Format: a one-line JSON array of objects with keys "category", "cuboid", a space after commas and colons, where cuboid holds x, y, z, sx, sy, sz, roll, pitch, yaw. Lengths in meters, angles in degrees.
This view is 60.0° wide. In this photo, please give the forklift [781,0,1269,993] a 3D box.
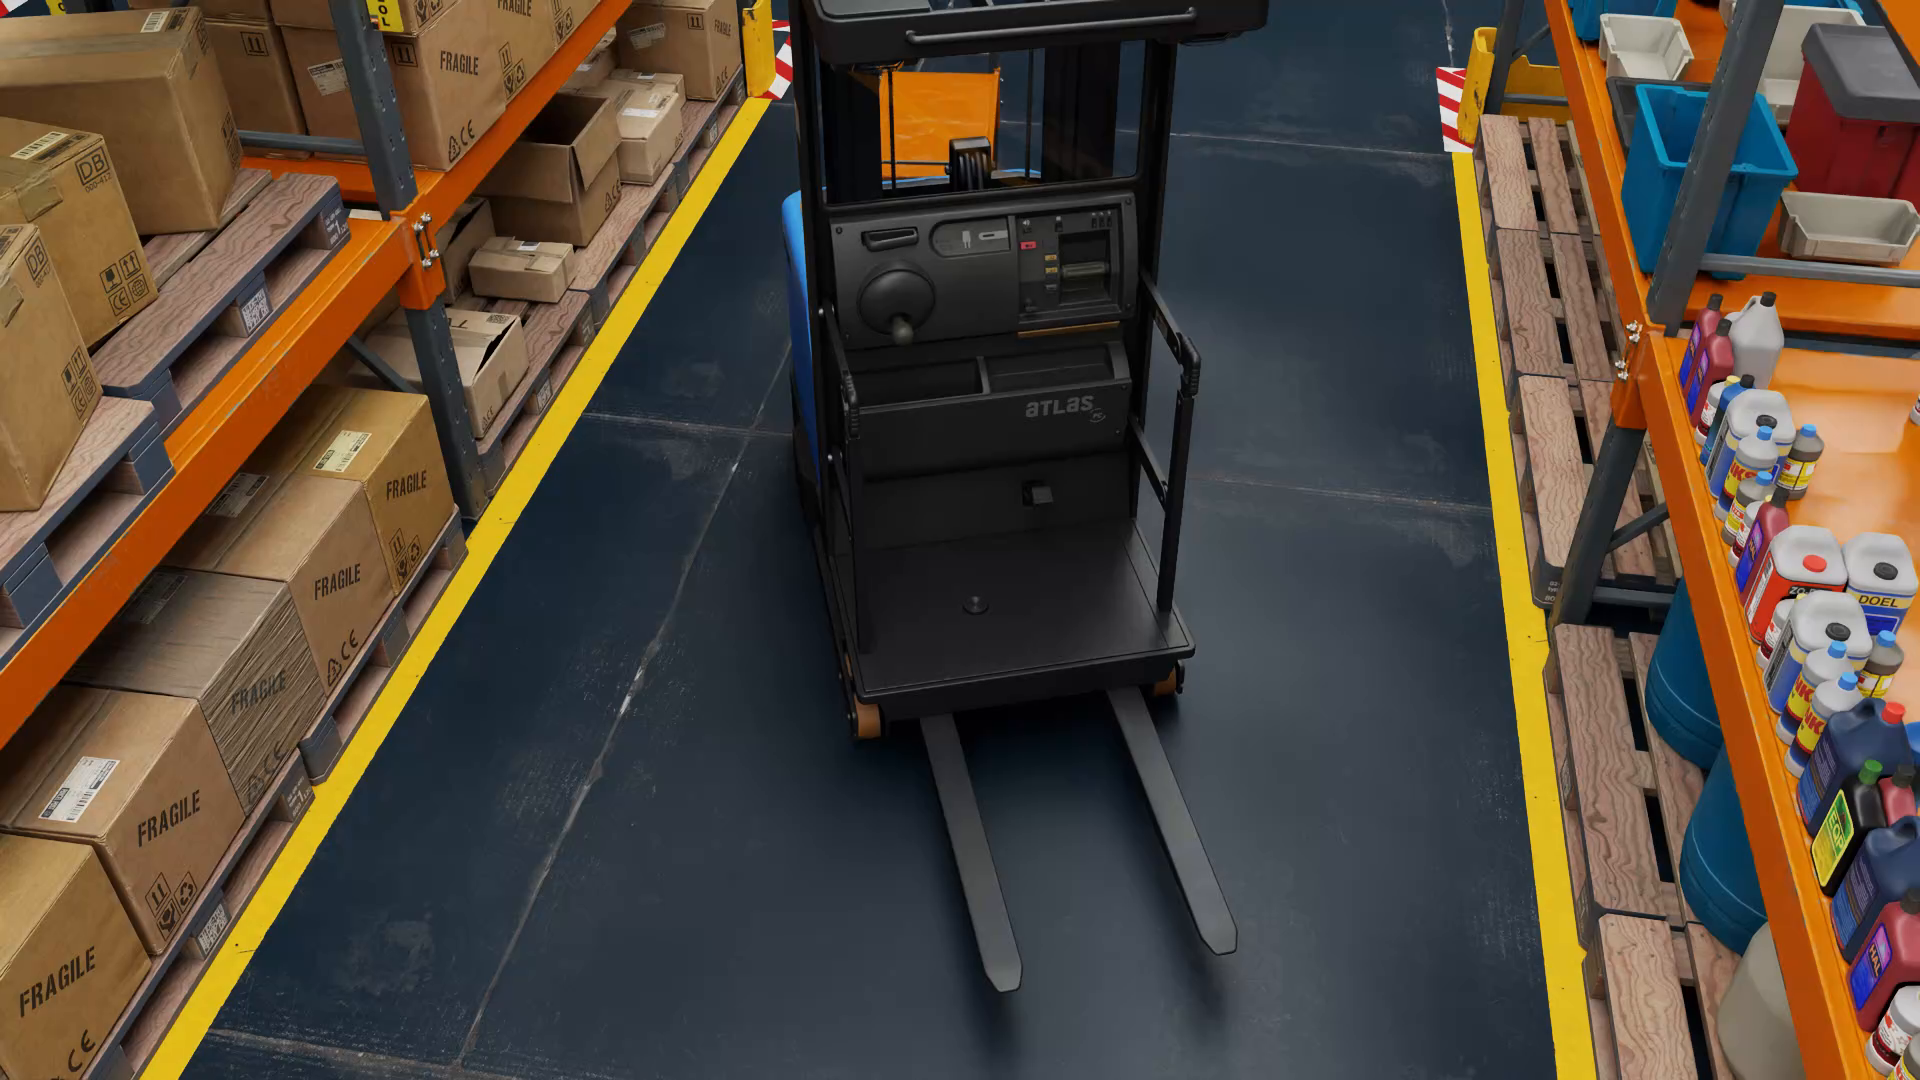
[{"category": "forklift", "cuboid": [0.126, -0.737, 4.841, 1.130, 2.935, 3.031, -7, 40, -9]}]

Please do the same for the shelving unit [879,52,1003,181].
[{"category": "shelving unit", "cuboid": [-0.110, -1.393, 7.052, 0.538, 1.125, 1.048, 2, 40, 2]}]

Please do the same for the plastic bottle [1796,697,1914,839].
[{"category": "plastic bottle", "cuboid": [1.840, 0.449, 3.391, 0.144, 0.351, 0.185, 6, 40, 8]}]

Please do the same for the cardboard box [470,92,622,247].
[{"category": "cardboard box", "cuboid": [-1.997, -1.703, 7.569, 0.797, 0.503, 0.637, 6, 40, 8]}]

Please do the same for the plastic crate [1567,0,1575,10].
[{"category": "plastic crate", "cuboid": [2.658, -2.291, 6.751, 0.416, 0.233, 0.300, 6, 40, 8]}]

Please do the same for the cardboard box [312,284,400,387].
[{"category": "cardboard box", "cuboid": [-2.498, -0.910, 6.614, 0.500, 0.500, 0.500, 6, 40, 8]}]

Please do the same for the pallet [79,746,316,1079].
[{"category": "pallet", "cuboid": [-2.629, 1.042, 4.824, 1.003, 0.211, 1.213, 6, 40, 8]}]

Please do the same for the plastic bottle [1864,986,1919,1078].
[{"category": "plastic bottle", "cuboid": [1.714, 0.876, 2.992, 0.097, 0.201, 0.097, 0, 40, 0]}]

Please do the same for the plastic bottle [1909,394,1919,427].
[{"category": "plastic bottle", "cuboid": [2.685, -0.409, 4.547, 0.097, 0.201, 0.097, 0, 40, 0]}]

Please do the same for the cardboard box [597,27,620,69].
[{"category": "cardboard box", "cuboid": [-2.036, -2.672, 9.020, 0.380, 0.149, 0.250, 6, 40, 8]}]

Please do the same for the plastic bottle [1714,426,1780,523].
[{"category": "plastic bottle", "cuboid": [1.995, -0.169, 4.202, 0.097, 0.271, 0.097, 0, 40, 0]}]

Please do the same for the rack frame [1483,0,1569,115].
[{"category": "rack frame", "cuboid": [3.253, -3.277, 7.860, 1.000, 3.000, 0.127, 6, 40, 8]}]

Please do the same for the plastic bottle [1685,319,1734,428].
[{"category": "plastic bottle", "cuboid": [2.054, -0.455, 4.538, 0.061, 0.283, 0.133, 6, 40, 8]}]

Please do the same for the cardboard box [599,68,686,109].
[{"category": "cardboard box", "cuboid": [-1.635, -2.291, 8.545, 0.380, 0.166, 0.250, 6, 40, 8]}]

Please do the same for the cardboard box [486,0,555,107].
[{"category": "cardboard box", "cuboid": [-1.875, -1.966, 6.195, 0.500, 0.500, 0.500, 7, 40, 8]}]

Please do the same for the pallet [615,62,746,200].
[{"category": "pallet", "cuboid": [-1.775, -2.203, 8.749, 1.003, 0.211, 1.213, 6, 40, 8]}]

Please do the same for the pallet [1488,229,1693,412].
[{"category": "pallet", "cuboid": [2.859, -0.926, 7.204, 1.003, 0.211, 1.213, 6, 40, 8]}]

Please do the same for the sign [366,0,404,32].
[{"category": "sign", "cuboid": [-1.770, -1.703, 5.047, 0.100, 0.325, 0.005, 6, 40, 8]}]

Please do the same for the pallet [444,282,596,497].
[{"category": "pallet", "cuboid": [-2.197, -0.672, 6.897, 1.003, 0.211, 1.213, 6, 40, 8]}]

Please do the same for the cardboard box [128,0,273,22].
[{"category": "cardboard box", "cuboid": [-2.484, -2.085, 5.555, 0.500, 0.500, 0.500, 7, 40, 8]}]

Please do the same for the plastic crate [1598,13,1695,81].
[{"category": "plastic crate", "cuboid": [2.566, -1.814, 6.250, 0.293, 0.136, 0.466, 6, 40, 8]}]

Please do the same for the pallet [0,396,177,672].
[{"category": "pallet", "cuboid": [-2.677, 0.048, 3.989, 1.003, 0.211, 1.213, 6, 40, 8]}]

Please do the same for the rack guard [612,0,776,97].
[{"category": "rack guard", "cuboid": [-1.638, -2.815, 9.262, 1.175, 0.500, 0.348, 6, 40, 8]}]

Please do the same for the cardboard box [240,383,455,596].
[{"category": "cardboard box", "cuboid": [-2.120, -0.180, 5.731, 0.500, 0.500, 0.500, 6, 40, 7]}]

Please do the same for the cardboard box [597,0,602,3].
[{"category": "cardboard box", "cuboid": [-1.700, -2.599, 6.960, 0.500, 0.500, 0.500, 6, 40, 7]}]

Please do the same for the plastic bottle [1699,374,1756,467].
[{"category": "plastic bottle", "cuboid": [2.035, -0.315, 4.378, 0.097, 0.271, 0.097, 0, 40, 0]}]

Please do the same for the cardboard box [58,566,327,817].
[{"category": "cardboard box", "cuboid": [-2.301, 0.444, 4.976, 0.500, 0.500, 0.500, 7, 40, 8]}]

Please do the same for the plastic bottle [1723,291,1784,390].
[{"category": "plastic bottle", "cuboid": [2.174, -0.537, 4.585, 0.144, 0.351, 0.185, 6, 40, 8]}]

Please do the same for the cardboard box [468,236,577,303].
[{"category": "cardboard box", "cuboid": [-1.891, -1.177, 7.197, 0.380, 0.166, 0.250, 6, 40, 8]}]

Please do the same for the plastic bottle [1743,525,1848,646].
[{"category": "plastic bottle", "cuboid": [1.945, 0.110, 3.860, 0.152, 0.276, 0.135, 6, 40, 8]}]

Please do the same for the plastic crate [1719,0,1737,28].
[{"category": "plastic crate", "cuboid": [3.169, -2.121, 6.622, 0.298, 0.136, 0.250, 6, 40, 8]}]

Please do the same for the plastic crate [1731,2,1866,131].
[{"category": "plastic crate", "cuboid": [3.007, -1.682, 5.977, 0.437, 0.282, 0.530, 6, 40, 8]}]

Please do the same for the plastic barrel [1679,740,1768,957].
[{"category": "plastic barrel", "cuboid": [2.328, 0.664, 4.410, 0.600, 0.901, 0.708, 6, 40, 8]}]

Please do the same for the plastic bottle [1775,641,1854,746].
[{"category": "plastic bottle", "cuboid": [1.858, 0.328, 3.601, 0.097, 0.271, 0.097, 0, 40, 0]}]

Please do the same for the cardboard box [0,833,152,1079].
[{"category": "cardboard box", "cuboid": [-2.472, 1.091, 4.193, 0.500, 0.500, 0.500, 6, 40, 7]}]

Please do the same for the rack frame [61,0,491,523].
[{"category": "rack frame", "cuboid": [-2.317, -1.315, 5.487, 1.000, 3.000, 0.127, 6, 40, 8]}]

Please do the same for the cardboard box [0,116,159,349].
[{"category": "cardboard box", "cuboid": [-2.676, -0.805, 4.461, 0.700, 0.500, 0.500, 12, 41, 15]}]

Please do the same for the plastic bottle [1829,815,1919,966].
[{"category": "plastic bottle", "cuboid": [1.785, 0.649, 3.150, 0.144, 0.351, 0.185, 6, 40, 8]}]

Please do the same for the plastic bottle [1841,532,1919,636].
[{"category": "plastic bottle", "cuboid": [2.095, 0.127, 3.839, 0.152, 0.276, 0.135, 6, 40, 8]}]

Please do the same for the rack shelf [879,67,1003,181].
[{"category": "rack shelf", "cuboid": [-0.110, -1.618, 6.865, 0.538, 0.278, 1.000, 2, 40, 2]}]

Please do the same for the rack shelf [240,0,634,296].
[{"category": "rack shelf", "cuboid": [-1.971, -2.293, 7.234, 1.077, 0.370, 4.000, 6, 40, 8]}]

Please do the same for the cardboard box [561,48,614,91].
[{"category": "cardboard box", "cuboid": [-2.085, -2.312, 8.505, 0.500, 0.250, 0.500, 6, 40, 8]}]

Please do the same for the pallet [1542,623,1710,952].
[{"category": "pallet", "cuboid": [2.386, 0.787, 5.132, 1.003, 0.211, 1.213, 6, 40, 8]}]

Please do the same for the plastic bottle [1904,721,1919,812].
[{"category": "plastic bottle", "cuboid": [1.967, 0.466, 3.434, 0.097, 0.271, 0.097, 0, 40, 0]}]

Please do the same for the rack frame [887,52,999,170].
[{"category": "rack frame", "cuboid": [-0.083, -1.716, 7.443, 0.500, 1.125, 0.032, 2, 40, 2]}]

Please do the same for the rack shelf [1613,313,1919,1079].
[{"category": "rack shelf", "cuboid": [2.215, 0.765, 3.535, 1.077, 0.370, 4.000, 6, 40, 8]}]

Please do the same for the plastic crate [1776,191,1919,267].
[{"category": "plastic crate", "cuboid": [2.782, -0.965, 5.223, 0.396, 0.136, 0.243, 6, 40, 8]}]

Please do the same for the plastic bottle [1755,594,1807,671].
[{"category": "plastic bottle", "cuboid": [1.898, 0.209, 3.799, 0.097, 0.201, 0.097, 0, 40, 0]}]

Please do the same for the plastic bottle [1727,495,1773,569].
[{"category": "plastic bottle", "cuboid": [1.962, -0.020, 4.076, 0.097, 0.201, 0.097, 0, 40, 0]}]
